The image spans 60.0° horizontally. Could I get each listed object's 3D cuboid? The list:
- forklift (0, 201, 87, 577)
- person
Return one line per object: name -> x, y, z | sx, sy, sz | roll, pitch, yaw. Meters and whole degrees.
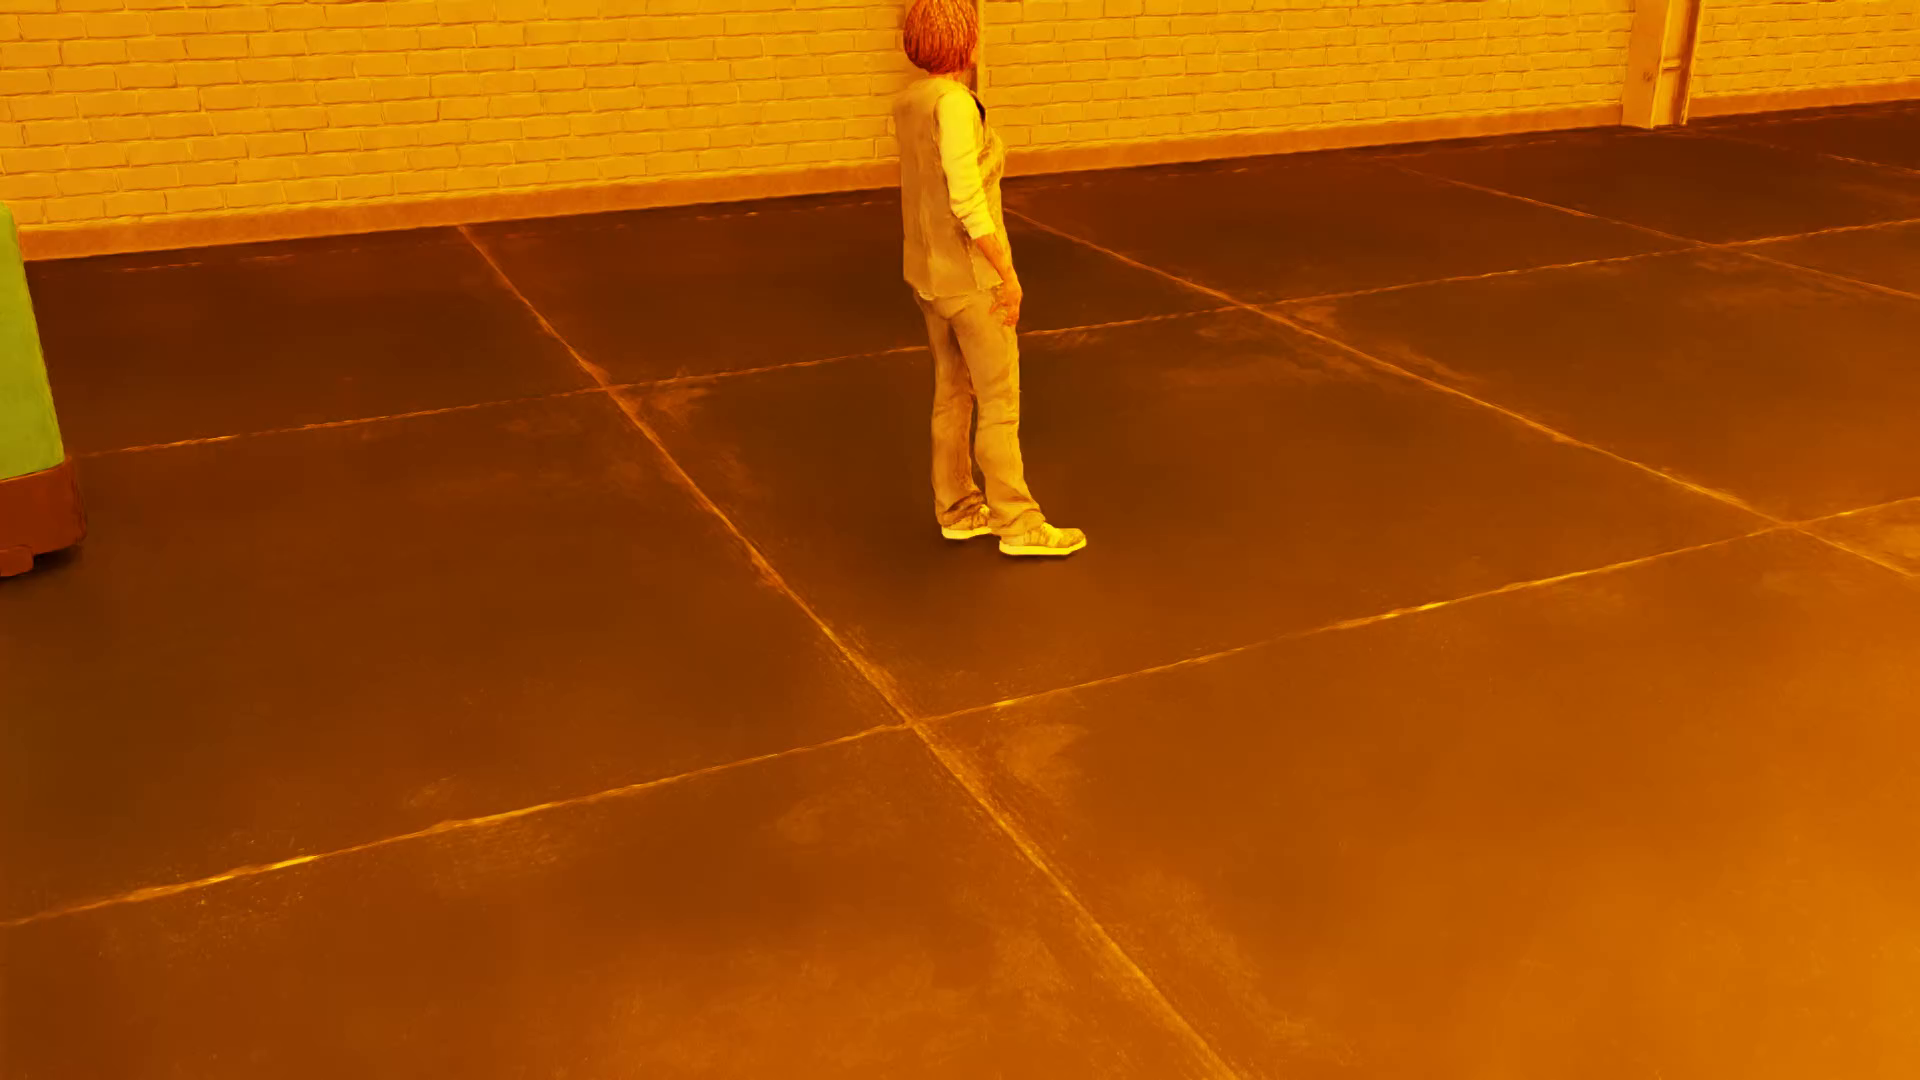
forklift -> -3.991, -1.019, 3.740 | 1.130, 2.935, 3.031 | 21, 30, 41
person -> 0.073, -0.751, 4.815 | 0.474, 1.597, 0.521 | -10, 25, -23
